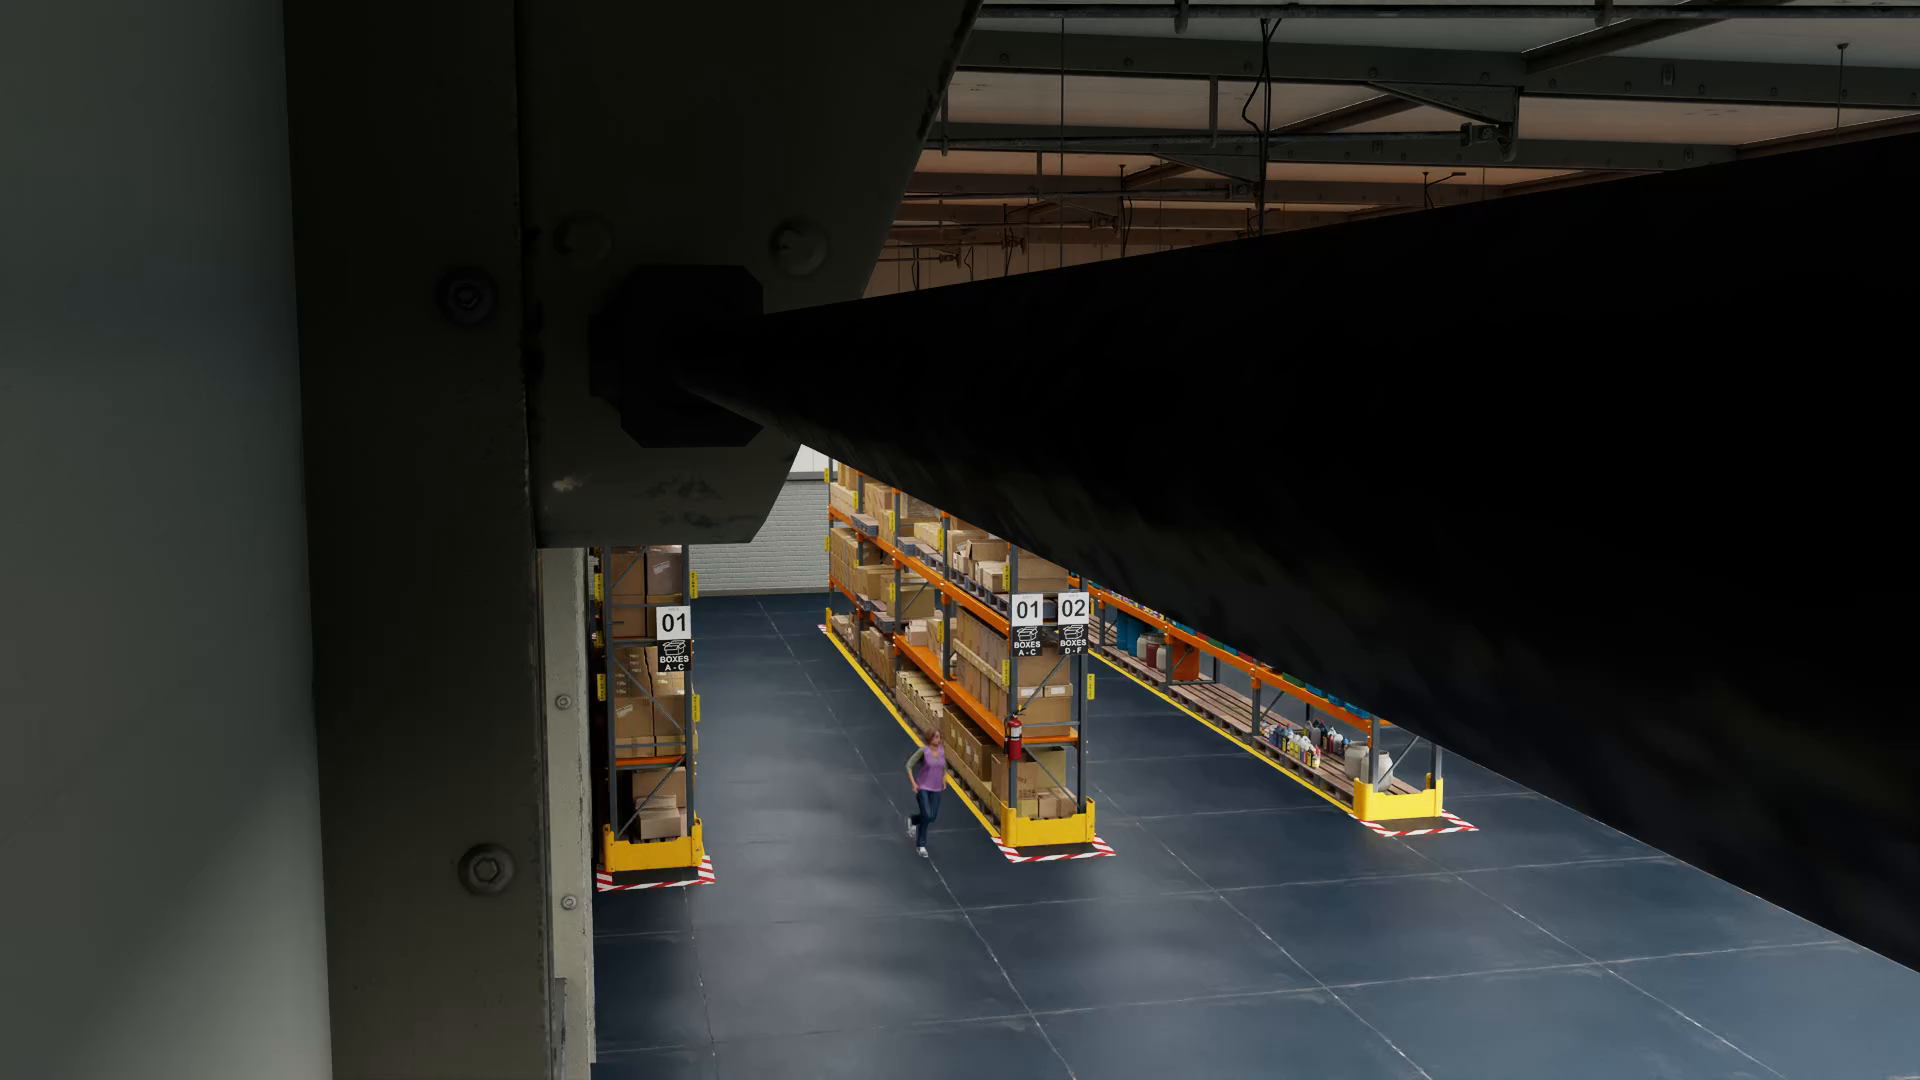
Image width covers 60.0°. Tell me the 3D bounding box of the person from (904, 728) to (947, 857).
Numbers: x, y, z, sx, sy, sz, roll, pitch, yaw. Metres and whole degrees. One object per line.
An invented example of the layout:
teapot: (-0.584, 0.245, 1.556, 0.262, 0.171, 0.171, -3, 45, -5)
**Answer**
person: (-0.422, 3.118, 20.815, 0.580, 1.556, 0.639, -4, 8, -31)
